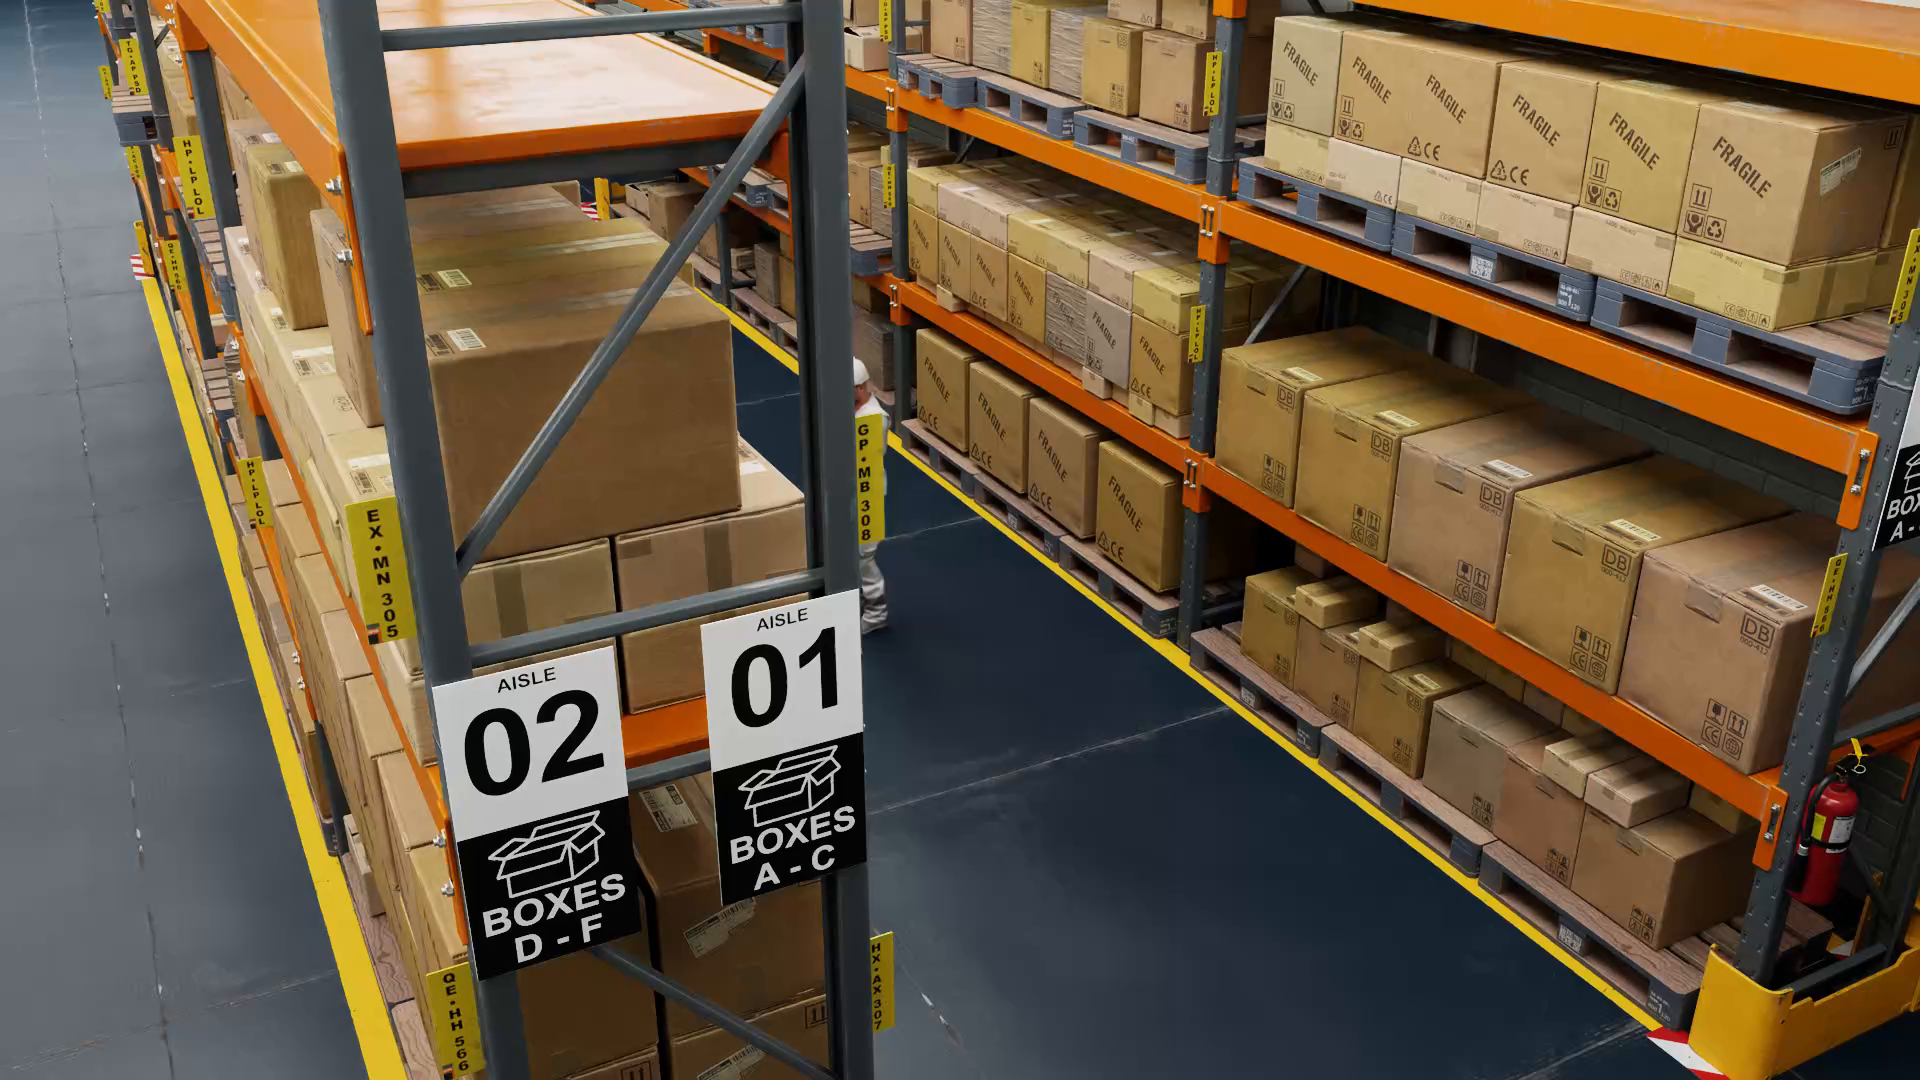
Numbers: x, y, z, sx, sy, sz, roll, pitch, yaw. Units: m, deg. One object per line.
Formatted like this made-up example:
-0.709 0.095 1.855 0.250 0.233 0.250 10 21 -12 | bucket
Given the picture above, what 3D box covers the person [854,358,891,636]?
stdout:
-0.633 -0.269 10.165 0.364 1.774 0.529 -12 28 -24 | person
